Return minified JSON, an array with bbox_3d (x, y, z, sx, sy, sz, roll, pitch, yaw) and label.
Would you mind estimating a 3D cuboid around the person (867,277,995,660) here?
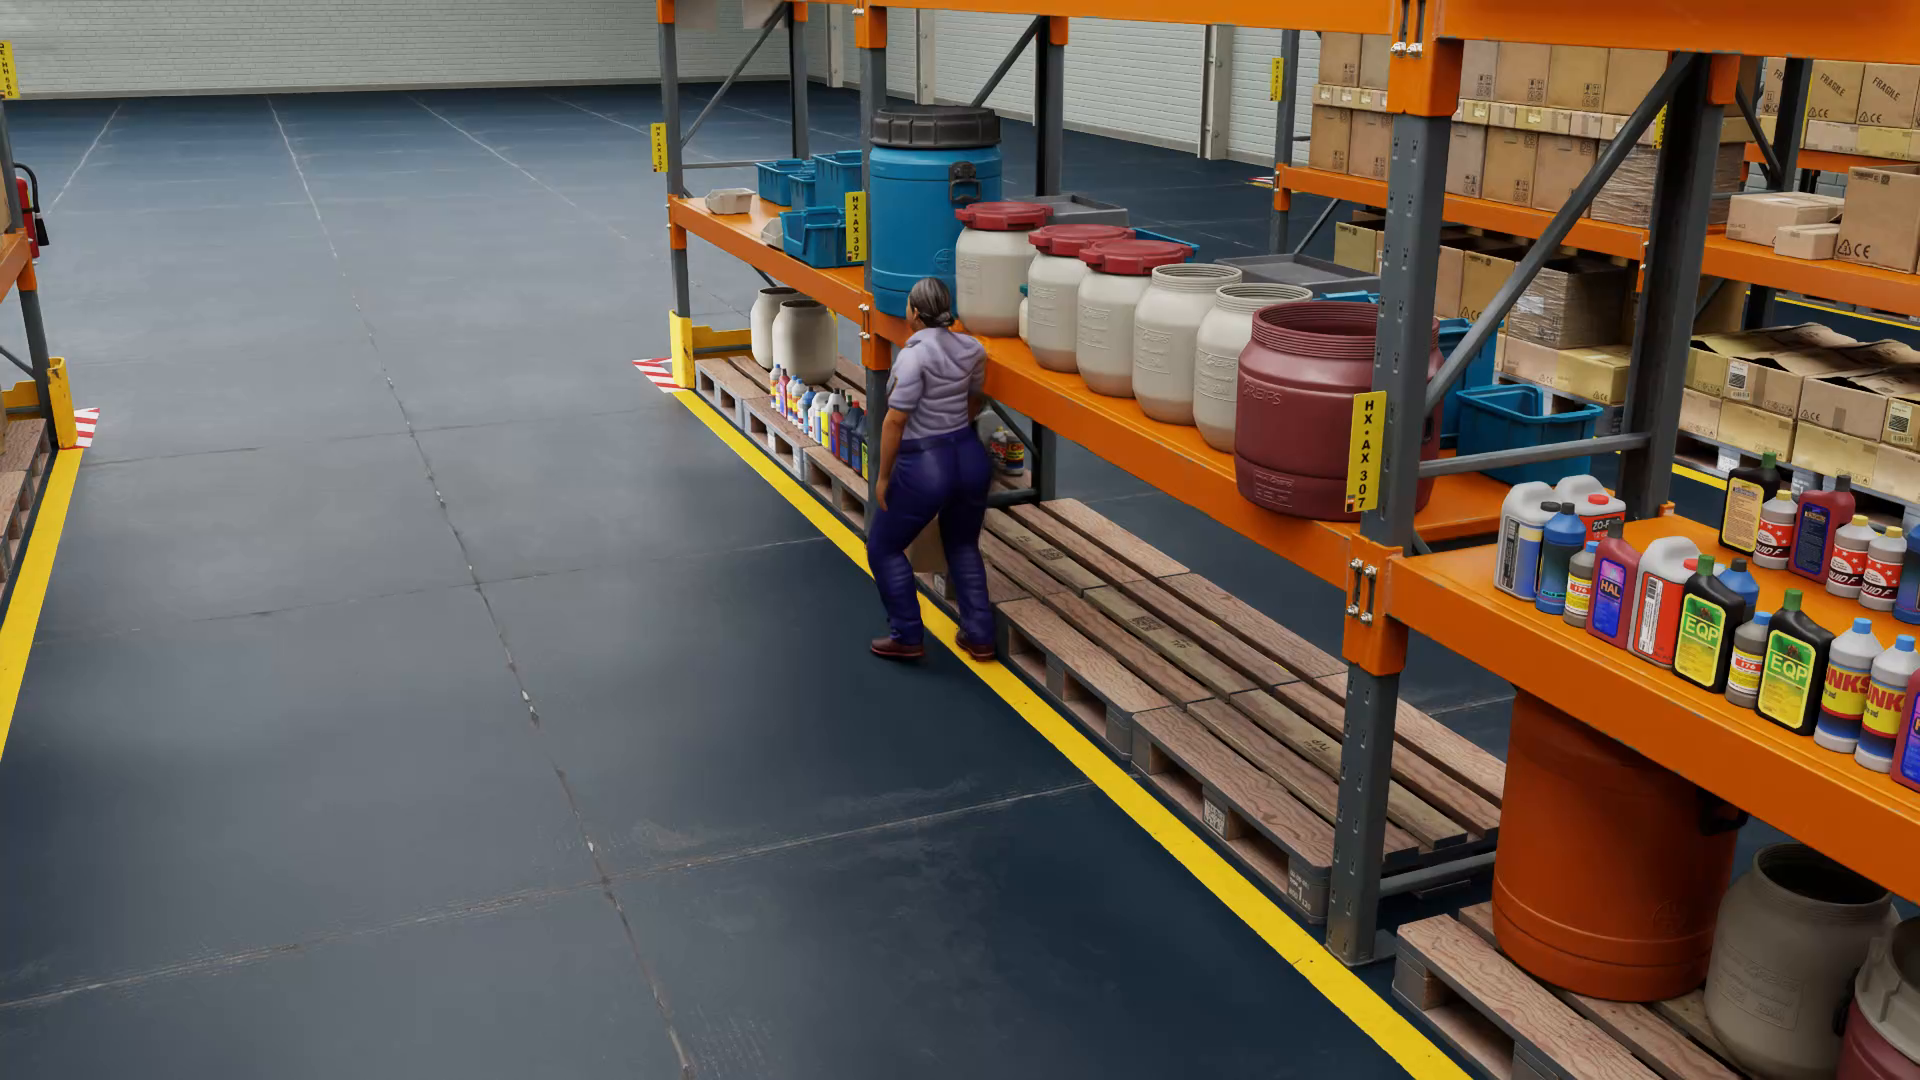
[{"bbox_3d":[-0.116,-0.282,6.908,0.570,1.625,0.501,-15,24,-36],"label":"person"}]
